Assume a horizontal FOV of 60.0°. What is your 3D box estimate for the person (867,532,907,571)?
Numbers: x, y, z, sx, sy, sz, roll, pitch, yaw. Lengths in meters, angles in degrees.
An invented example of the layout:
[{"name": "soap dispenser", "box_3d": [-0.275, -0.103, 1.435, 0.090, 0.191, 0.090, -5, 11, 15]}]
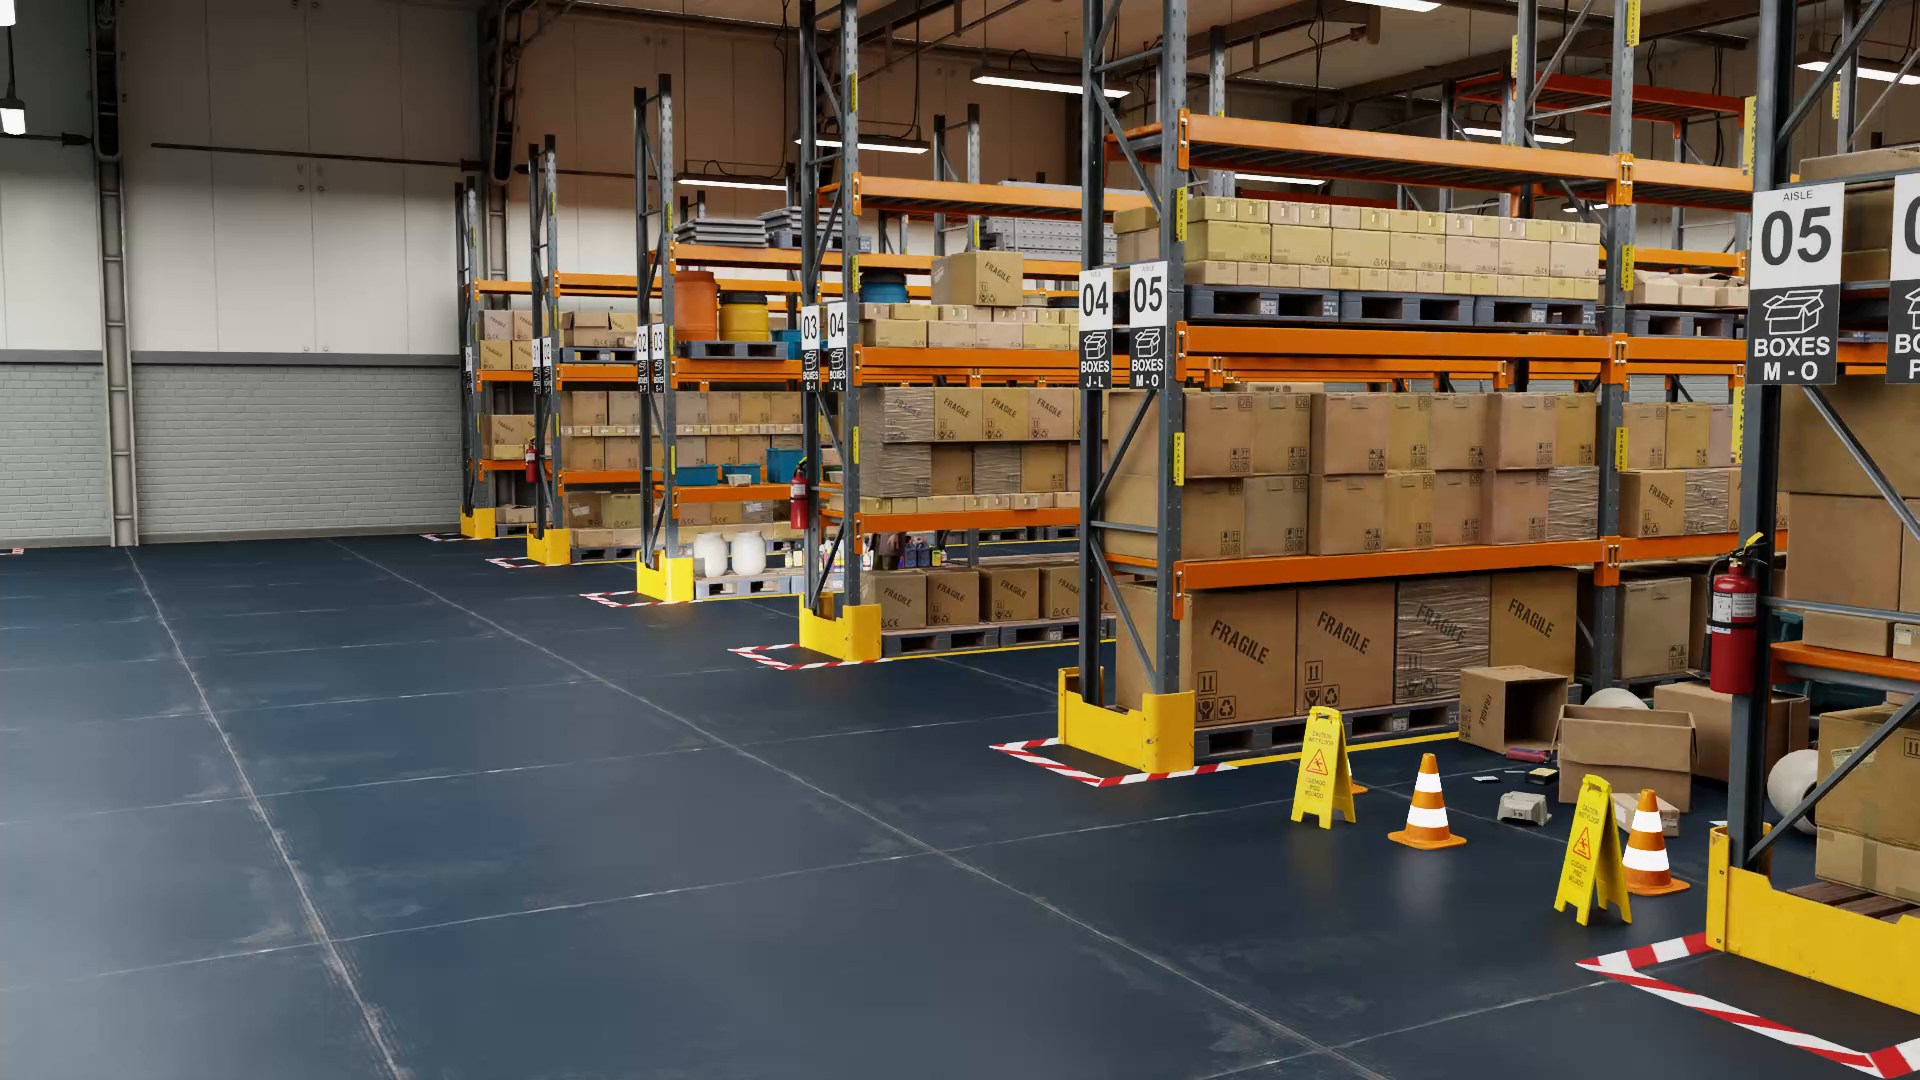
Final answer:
[{"name": "person", "box_3d": [-0.783, -0.058, 17.860, 0.427, 1.774, 0.644, -3, 6, -28]}]
